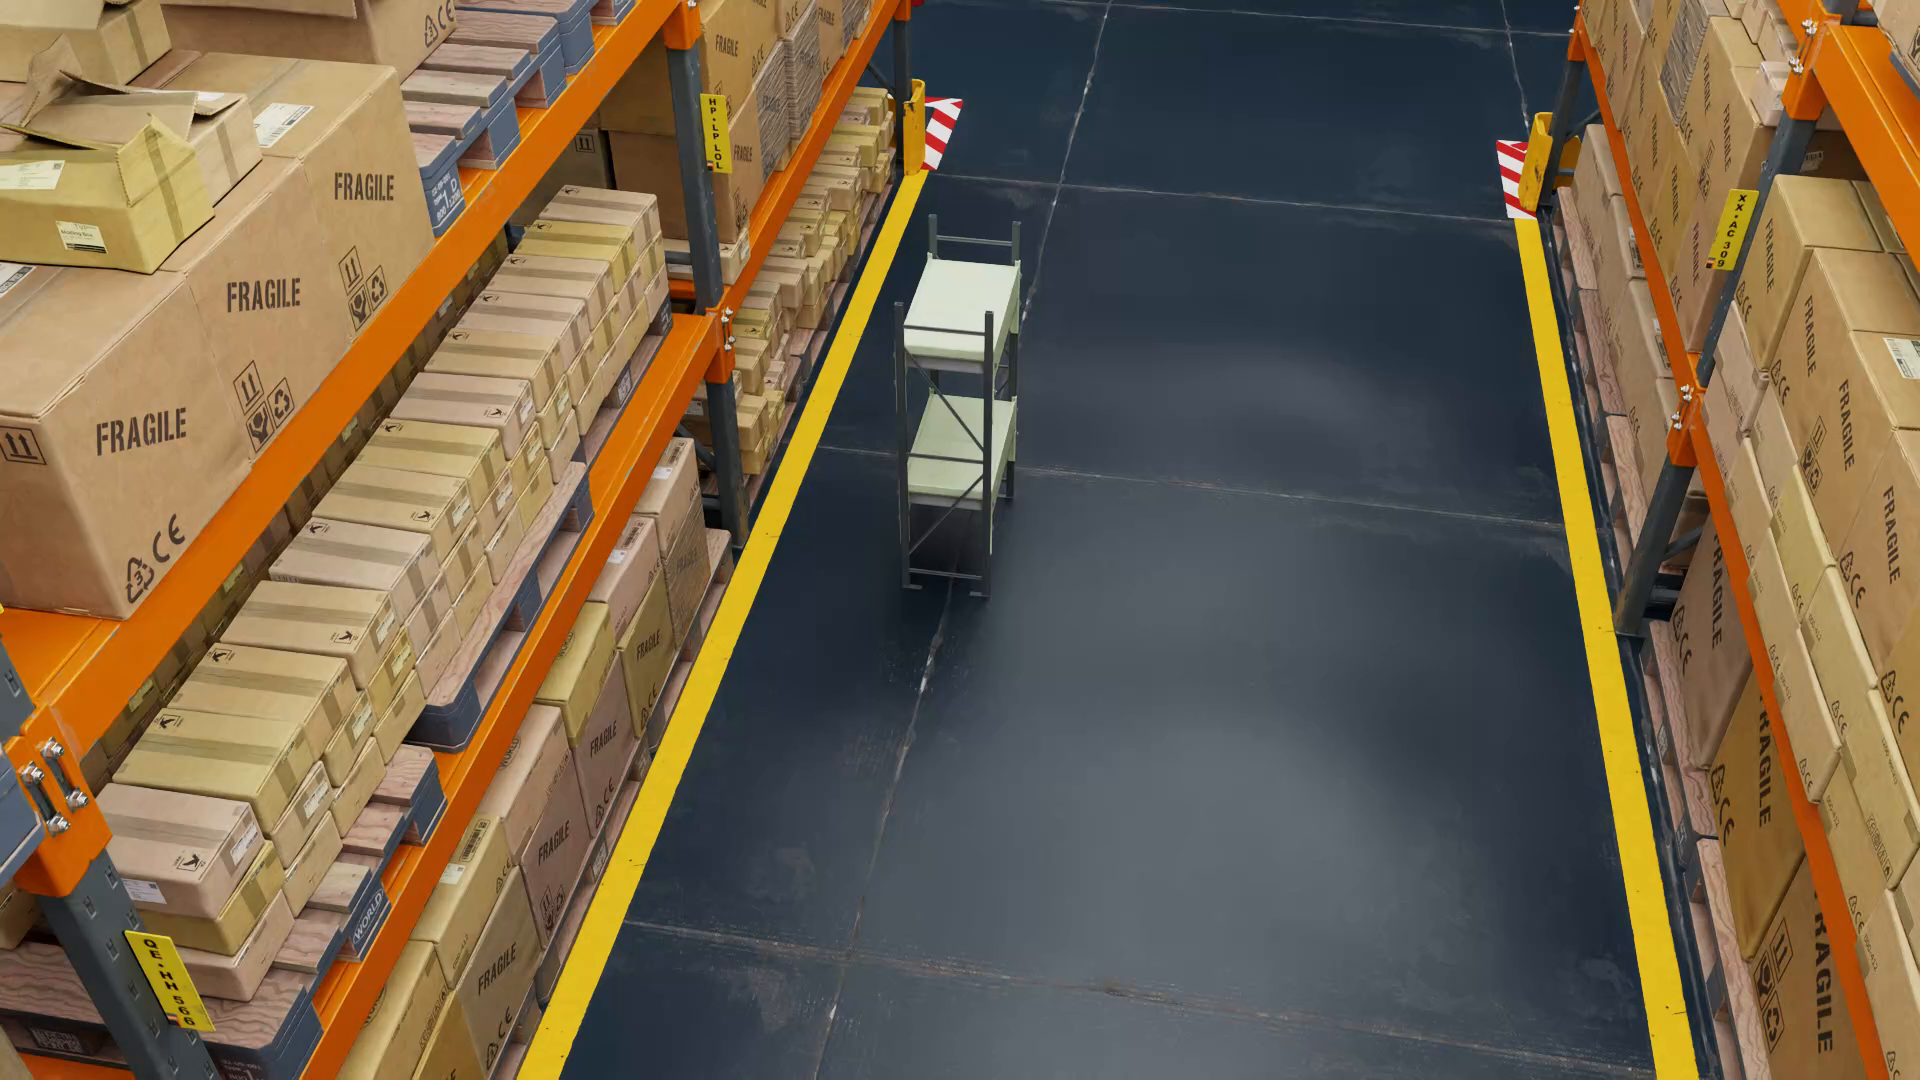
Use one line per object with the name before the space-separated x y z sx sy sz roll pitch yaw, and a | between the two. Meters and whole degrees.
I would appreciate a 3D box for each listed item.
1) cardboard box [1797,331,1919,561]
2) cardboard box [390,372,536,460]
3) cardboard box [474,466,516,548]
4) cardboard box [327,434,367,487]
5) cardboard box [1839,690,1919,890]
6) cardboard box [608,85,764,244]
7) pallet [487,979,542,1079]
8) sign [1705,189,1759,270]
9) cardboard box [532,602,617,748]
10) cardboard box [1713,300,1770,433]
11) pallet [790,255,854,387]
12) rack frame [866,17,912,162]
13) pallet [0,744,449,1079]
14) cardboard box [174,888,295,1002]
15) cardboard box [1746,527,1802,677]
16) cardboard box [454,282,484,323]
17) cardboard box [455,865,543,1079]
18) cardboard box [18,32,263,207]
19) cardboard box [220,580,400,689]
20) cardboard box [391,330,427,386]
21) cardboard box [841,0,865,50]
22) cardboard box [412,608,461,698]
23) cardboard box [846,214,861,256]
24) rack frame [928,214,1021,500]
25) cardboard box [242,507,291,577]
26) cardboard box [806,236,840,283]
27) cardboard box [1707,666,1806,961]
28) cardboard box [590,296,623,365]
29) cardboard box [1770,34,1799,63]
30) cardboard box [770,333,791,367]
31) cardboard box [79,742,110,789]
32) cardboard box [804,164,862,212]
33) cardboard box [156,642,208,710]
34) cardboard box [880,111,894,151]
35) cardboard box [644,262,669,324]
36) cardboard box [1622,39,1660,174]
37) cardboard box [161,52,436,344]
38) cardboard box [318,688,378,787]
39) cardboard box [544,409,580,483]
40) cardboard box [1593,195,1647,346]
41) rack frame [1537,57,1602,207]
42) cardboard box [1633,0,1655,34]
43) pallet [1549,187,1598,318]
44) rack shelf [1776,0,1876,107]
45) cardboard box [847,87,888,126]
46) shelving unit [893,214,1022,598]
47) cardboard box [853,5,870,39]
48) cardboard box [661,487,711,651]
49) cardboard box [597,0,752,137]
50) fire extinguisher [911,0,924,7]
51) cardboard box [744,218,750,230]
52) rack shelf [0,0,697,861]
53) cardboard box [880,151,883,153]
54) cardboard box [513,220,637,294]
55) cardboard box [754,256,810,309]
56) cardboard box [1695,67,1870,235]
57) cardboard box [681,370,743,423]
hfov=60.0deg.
cardboard box | 2.884 -0.260 4.944 0.500 0.500 0.500 5 40 7
cardboard box | -1.603 -0.403 5.381 0.380 0.149 0.250 5 40 6
cardboard box | -1.646 -0.128 5.282 0.380 0.149 0.250 8 40 9
cardboard box | -2.242 -0.248 5.661 0.380 0.149 0.250 6 40 7
cardboard box | 2.688 0.680 4.395 0.500 0.250 0.500 5 40 7
cardboard box | -1.166 -1.636 7.160 0.500 0.500 0.500 6 40 7
pallet | -2.055 1.895 5.389 1.003 0.211 1.213 6 40 8
sign | 2.846 -1.142 6.132 0.100 0.325 0.005 6 40 8
cardboard box | -1.559 0.462 5.977 0.500 0.250 0.500 5 40 6
cardboard box | 3.039 -0.607 5.953 0.500 0.250 0.500 5 40 6
pallet | -1.210 -1.318 9.276 1.003 0.211 1.213 6 40 8
rack frame | -0.808 -3.710 9.980 1.000 3.000 0.127 6 40 8
pallet | -2.174 0.925 4.524 1.213 0.211 1.003 6 40 8
cardboard box | -1.916 0.987 4.167 0.380 0.149 0.250 6 40 7
cardboard box | 2.864 0.232 5.330 0.500 0.250 0.500 6 40 7
cardboard box | -2.063 -0.894 6.441 0.380 0.149 0.250 7 40 8
cardboard box | -1.735 1.380 5.455 0.500 0.500 0.500 7 40 8
cardboard box | -1.756 -0.891 3.537 0.396 0.266 0.258 6 40 8
cardboard box | -1.784 0.259 4.580 0.380 0.149 0.250 5 40 6
cardboard box | -2.153 -0.695 5.967 0.380 0.149 0.250 5 40 6
cardboard box | -0.804 -2.911 8.702 0.500 0.500 0.500 7 40 8
cardboard box | -1.734 0.312 4.983 0.380 0.149 0.250 8 40 9
cardboard box | -0.781 -1.768 9.539 0.380 0.149 0.250 5 40 6
rack frame | 0.062 -0.804 7.642 0.400 1.500 0.023 6 40 8
cardboard box | -2.334 -0.039 5.174 0.380 0.149 0.250 7 40 9
cardboard box | -0.866 -1.538 9.027 0.380 0.149 0.250 7 40 8
cardboard box | 3.216 0.905 5.736 0.875 0.875 0.875 7 40 9
cardboard box | -1.464 -0.787 6.079 0.380 0.149 0.250 8 40 10
cardboard box | 3.285 -1.773 6.265 0.380 0.149 0.250 7 40 9
cardboard box | -1.088 -0.950 8.549 0.380 0.149 0.250 6 40 7
cardboard box | -2.510 0.603 4.398 0.380 0.149 0.250 8 40 9
cardboard box | -0.768 -1.984 9.334 0.380 0.149 0.250 8 40 9
cardboard box | -2.424 0.412 4.862 0.380 0.149 0.250 6 40 7
cardboard box | -0.618 -2.525 10.221 0.380 0.149 0.250 5 40 6
cardboard box | -1.374 -0.994 6.562 0.380 0.149 0.250 6 40 7
cardboard box | 3.483 -2.043 7.885 0.500 0.500 0.500 8 40 9
cardboard box | -1.670 -0.842 4.079 0.500 0.500 0.500 6 40 8
cardboard box | -1.823 0.511 4.508 0.380 0.149 0.250 5 40 6
cardboard box | -1.549 -0.342 5.774 0.380 0.149 0.250 5 40 6
cardboard box | 3.919 -1.402 8.869 0.875 0.438 0.875 7 40 9
rack frame | 4.085 -3.228 9.397 1.000 3.000 0.127 6 40 8
cardboard box | 3.558 -2.733 7.935 0.500 0.500 0.500 6 40 7
pallet | 4.024 -1.643 9.668 1.003 0.211 1.213 6 40 8
rack shelf | 3.739 -2.851 7.152 1.077 0.370 4.000 6 40 8
cardboard box | -0.650 -2.642 10.130 0.380 0.149 0.250 7 40 8
shelving unit | -0.001 -0.574 7.364 0.431 1.500 0.755 6 40 8
cardboard box | -0.715 -2.904 9.202 0.380 0.149 0.250 7 40 9
cardboard box | -1.380 0.094 7.011 0.500 0.500 0.500 6 40 7
cardboard box | -1.182 -1.995 6.809 0.500 0.500 0.500 7 40 9
fire extinguisher | -0.310 -3.644 10.253 0.296 0.674 0.183 6 40 8
cardboard box | -1.157 -1.415 7.401 0.380 0.149 0.250 7 40 9
rack shelf | -1.846 -0.823 4.699 1.077 0.370 4.000 6 40 8
cardboard box | -0.693 -2.420 10.327 0.380 0.149 0.250 7 40 8
cardboard box | -1.423 -1.052 6.166 0.380 0.149 0.250 5 40 6
cardboard box | -0.988 -1.333 8.546 0.380 0.149 0.250 7 40 9
cardboard box | 3.203 -1.468 6.405 0.500 0.500 0.500 6 40 7
cardboard box | -1.236 -0.686 7.763 0.380 0.149 0.250 8 40 9
